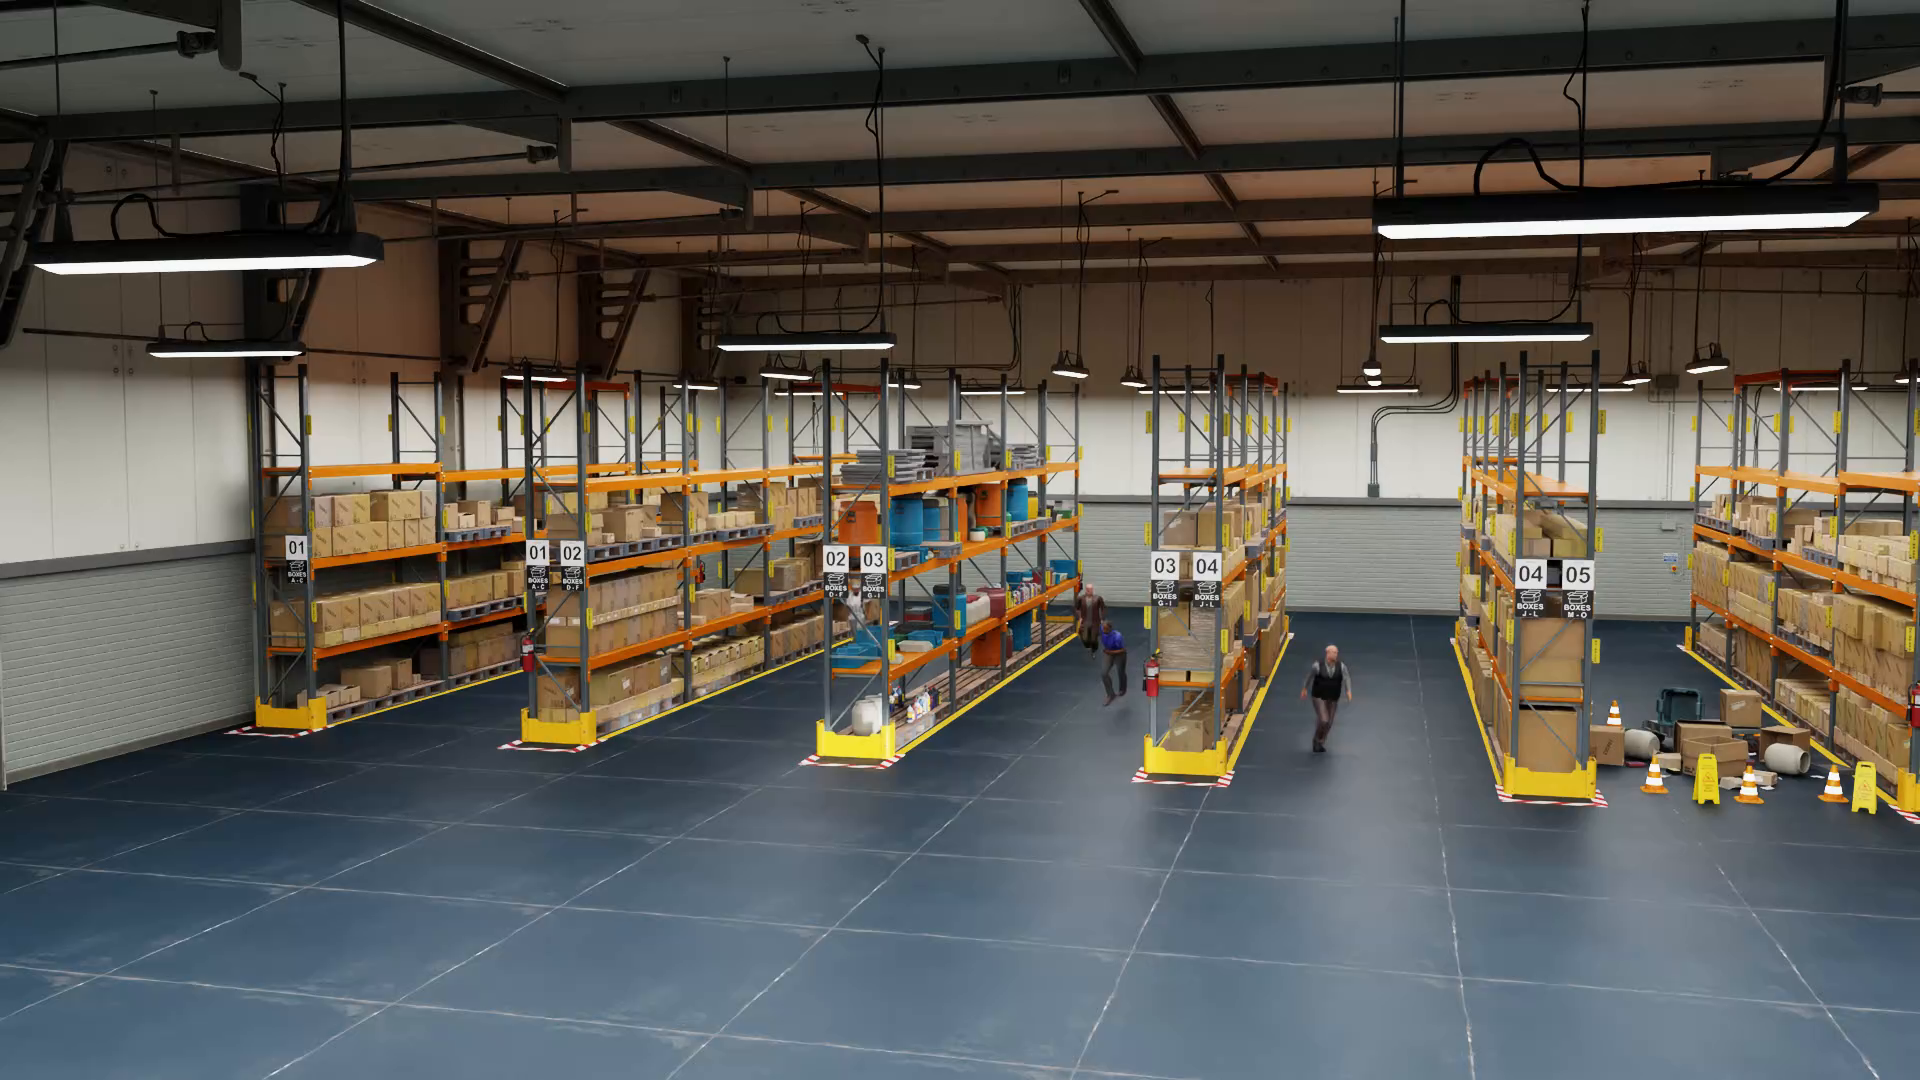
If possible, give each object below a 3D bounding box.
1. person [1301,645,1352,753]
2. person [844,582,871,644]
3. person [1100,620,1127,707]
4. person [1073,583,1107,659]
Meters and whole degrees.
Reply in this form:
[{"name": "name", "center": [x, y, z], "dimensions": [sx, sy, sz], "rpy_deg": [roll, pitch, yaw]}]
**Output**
[{"name": "person", "center": [5.596, 2.415, 25.191], "dimensions": [0.621, 1.671, 0.824], "rpy_deg": [-1, 4, -12]}, {"name": "person", "center": [-2.194, 1.685, 35.551], "dimensions": [0.535, 1.627, 0.941], "rpy_deg": [1, 4, 9]}, {"name": "person", "center": [2.667, 2.077, 28.545], "dimensions": [0.569, 1.512, 1.082], "rpy_deg": [2, 5, 31]}, {"name": "person", "center": [2.704, 1.706, 34.674], "dimensions": [0.698, 1.624, 0.677], "rpy_deg": [0, 4, 6]}]
